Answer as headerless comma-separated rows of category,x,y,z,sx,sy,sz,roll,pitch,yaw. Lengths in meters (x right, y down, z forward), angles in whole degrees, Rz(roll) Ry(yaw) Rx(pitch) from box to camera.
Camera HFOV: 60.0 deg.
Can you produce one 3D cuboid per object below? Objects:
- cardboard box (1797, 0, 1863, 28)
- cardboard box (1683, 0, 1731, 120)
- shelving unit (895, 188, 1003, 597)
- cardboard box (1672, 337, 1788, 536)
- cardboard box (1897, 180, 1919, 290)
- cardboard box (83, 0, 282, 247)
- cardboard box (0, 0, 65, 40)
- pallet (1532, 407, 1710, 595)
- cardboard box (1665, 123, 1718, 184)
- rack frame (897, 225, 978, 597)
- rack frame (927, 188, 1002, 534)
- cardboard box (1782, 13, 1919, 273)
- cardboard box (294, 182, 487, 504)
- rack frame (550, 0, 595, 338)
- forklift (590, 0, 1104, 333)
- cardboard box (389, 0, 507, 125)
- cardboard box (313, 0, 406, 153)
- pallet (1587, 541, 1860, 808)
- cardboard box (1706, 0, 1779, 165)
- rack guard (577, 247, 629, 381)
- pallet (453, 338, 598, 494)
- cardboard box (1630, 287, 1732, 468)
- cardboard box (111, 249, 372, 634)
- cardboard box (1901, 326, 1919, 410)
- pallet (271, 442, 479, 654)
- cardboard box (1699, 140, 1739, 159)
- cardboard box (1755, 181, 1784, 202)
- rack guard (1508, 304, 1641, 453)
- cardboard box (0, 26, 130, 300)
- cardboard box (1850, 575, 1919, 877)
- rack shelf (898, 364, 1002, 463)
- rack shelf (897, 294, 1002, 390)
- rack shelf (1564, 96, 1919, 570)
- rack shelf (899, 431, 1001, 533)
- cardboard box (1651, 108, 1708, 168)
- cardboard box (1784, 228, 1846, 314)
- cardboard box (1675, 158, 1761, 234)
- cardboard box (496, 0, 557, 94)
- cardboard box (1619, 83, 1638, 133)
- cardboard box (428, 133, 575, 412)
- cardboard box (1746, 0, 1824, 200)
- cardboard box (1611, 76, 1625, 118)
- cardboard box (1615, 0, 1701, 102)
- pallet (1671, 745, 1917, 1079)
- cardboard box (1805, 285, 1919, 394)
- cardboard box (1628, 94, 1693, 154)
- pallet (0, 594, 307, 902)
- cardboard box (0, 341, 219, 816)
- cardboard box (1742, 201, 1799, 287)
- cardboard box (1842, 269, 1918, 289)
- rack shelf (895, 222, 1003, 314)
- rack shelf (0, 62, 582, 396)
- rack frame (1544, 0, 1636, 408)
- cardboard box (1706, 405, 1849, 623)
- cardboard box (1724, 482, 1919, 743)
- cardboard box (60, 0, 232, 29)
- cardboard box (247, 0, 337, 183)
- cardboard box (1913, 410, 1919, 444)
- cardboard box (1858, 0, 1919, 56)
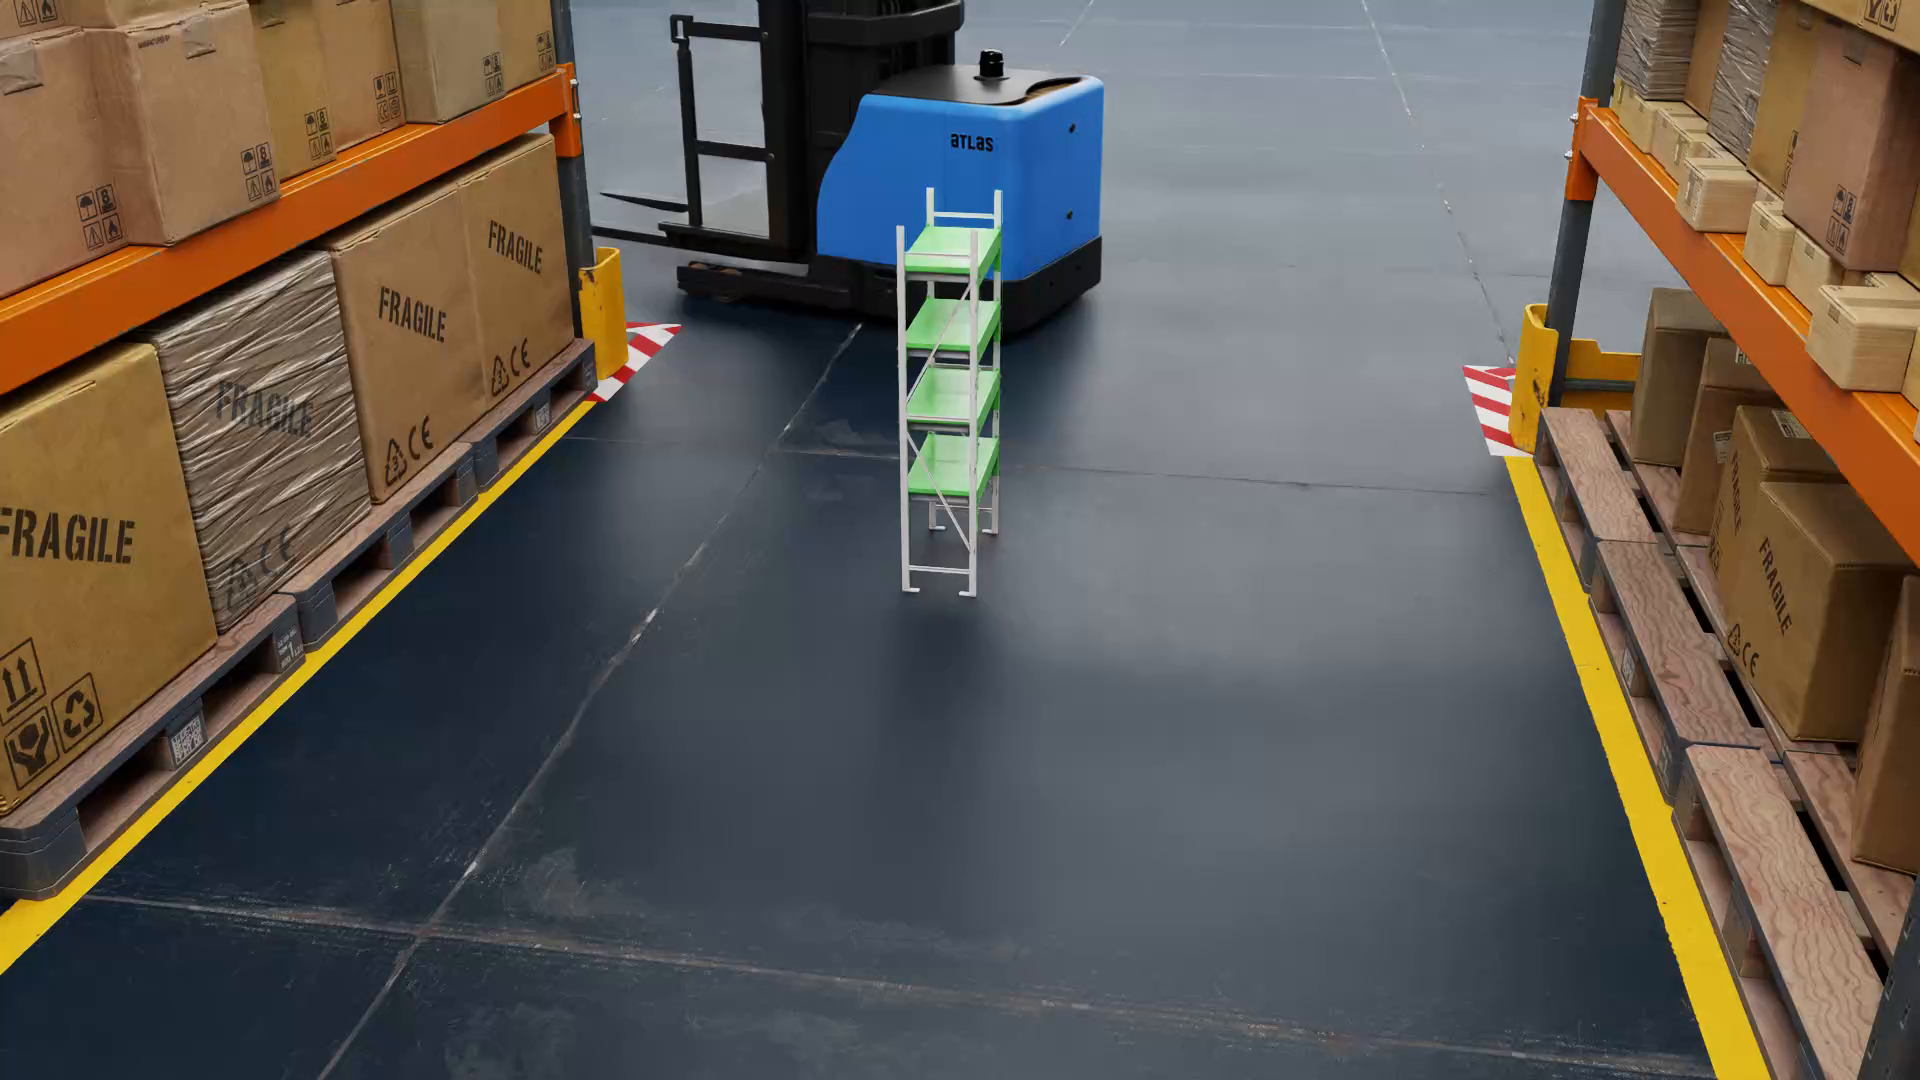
cardboard box,2.100,-1.348,3.443,0.500,0.500,0.500,4,25,9
cardboard box,2.708,-1.497,4.941,0.875,0.500,0.500,4,25,9
shelving unit,-0.027,-0.474,5.348,0.258,1.200,0.503,4,25,9
cardboard box,2.606,-0.308,5.323,0.500,0.500,0.500,11,27,22
cardboard box,2.386,-0.660,3.153,0.875,0.500,0.500,4,25,9
cardboard box,-2.421,-1.148,4.487,0.875,0.550,0.550,4,25,9
cardboard box,-2.673,-1.422,3.800,0.875,0.550,0.550,4,25,9
pallet,2.609,-0.130,5.779,1.003,0.211,1.213,4,25,9
cardboard box,2.323,-1.129,4.920,0.380,0.149,0.250,4,25,9
rack frame,-0.067,-0.372,5.130,0.240,1.200,0.015,4,25,9
rack frame,0.013,-0.576,5.566,0.240,1.200,0.015,4,25,9
cardboard box,2.368,-0.876,3.615,0.875,0.500,0.500,4,25,9
cardboard box,-2.276,-0.720,5.760,0.875,0.875,0.875,4,25,8
rack frame,-2.088,-2.148,6.801,1.000,3.000,0.127,4,25,9
forklift,-0.840,-2.691,8.042,3.031,2.935,1.130,13,28,25
cardboard box,-2.172,-1.826,5.937,0.875,0.550,0.550,4,25,9
cardboard box,-2.388,-1.601,5.455,0.875,0.550,0.550,4,25,9
pallet,2.407,0.378,4.692,1.003,0.211,1.213,4,25,9
cardboard box,2.584,-1.291,4.500,0.875,0.500,0.500,4,25,9
rack guard,-2.084,-1.026,7.353,1.175,0.500,0.348,4,25,9
pallet,-2.142,-0.545,6.666,1.003,0.211,1.213,4,25,9
cardboard box,2.670,-0.560,5.862,0.500,0.500,0.500,9,27,18
cardboard box,-2.427,-0.339,4.946,0.875,0.875,0.875,4,25,9
cardboard box,2.030,-0.290,3.128,0.380,0.149,0.250,4,25,9
pallet,-2.343,-0.037,5.580,1.003,0.211,1.213,4,25,9
cardboard box,2.309,-1.023,4.693,0.380,0.149,0.250,4,25,9
cardboard box,2.256,-0.812,4.242,0.380,0.149,0.250,4,25,9
rack guard,2.776,-0.598,6.439,1.175,0.500,0.348,4,25,9
cardboard box,-2.626,-0.930,4.022,0.875,0.550,0.550,4,25,9
cardboard box,2.326,0.448,3.708,0.500,0.500,0.500,13,28,25
rack shelf,-0.027,-0.416,5.375,0.258,0.148,0.480,4,25,9
rack shelf,-0.027,-0.634,5.273,0.258,0.148,0.480,4,25,9
rack shelf,2.462,-0.600,4.342,1.077,0.370,4.000,4,25,9
rack shelf,-0.027,-0.199,5.477,0.258,0.148,0.480,4,25,9
cardboard box,2.371,-1.233,5.143,0.380,0.149,0.250,4,25,9
cardboard box,2.133,-0.605,3.801,0.380,0.149,0.250,4,25,9
cardboard box,2.166,-0.925,4.485,0.380,0.149,0.250,4,25,9
cardboard box,-2.104,-2.058,6.431,0.875,0.550,0.550,4,25,9
cardboard box,2.447,-1.443,5.590,0.380,0.149,0.250,4,25,9
cardboard box,-2.134,-1.088,6.547,0.875,0.875,0.875,4,25,9
cardboard box,2.491,-1.082,4.055,0.875,0.500,0.500,4,25,9
cardboard box,2.507,-1.546,5.811,0.380,0.149,0.250,4,25,9
cardboard box,2.672,-1.714,5.405,0.875,0.500,0.500,4,25,9
pallet,2.210,0.890,3.599,1.003,0.211,1.213,4,25,9
cardboard box,1.961,-0.403,3.368,0.380,0.149,0.250,4,25,9
cardboard box,2.391,-1.339,5.369,0.380,0.149,0.250,4,25,9
pallet,-2.540,0.475,4.486,1.003,0.211,1.213,4,25,9
cardboard box,-2.570,0.039,4.140,0.875,0.875,0.875,4,25,9
cardboard box,2.140,-0.712,4.030,0.380,0.149,0.250,4,25,9
cardboard box,2.132,-0.498,3.572,0.380,0.149,0.250,4,25,9
rack shelf,-0.027,-0.851,5.171,0.258,0.148,0.480,4,25,9
rack shelf,-2.415,-0.986,5.167,1.077,0.370,4.000,4,25,9
rack frame,2.789,-1.762,5.977,1.000,3.000,0.127,4,25,9
cardboard box,2.485,-0.048,4.766,0.500,0.500,0.500,6,26,13
cardboard box,2.350,0.183,4.274,0.500,0.500,0.500,2,25,4
cardboard box,-2.449,-1.639,4.262,0.875,0.550,0.550,4,25,9
cardboard box,-2.434,-1.376,4.975,0.875,0.550,0.500,4,25,9
cardboard box,1.930,-0.190,2.914,0.380,0.149,0.250,4,25,9
cardboard box,2.017,-1.139,2.996,0.500,0.500,0.500,4,25,9
